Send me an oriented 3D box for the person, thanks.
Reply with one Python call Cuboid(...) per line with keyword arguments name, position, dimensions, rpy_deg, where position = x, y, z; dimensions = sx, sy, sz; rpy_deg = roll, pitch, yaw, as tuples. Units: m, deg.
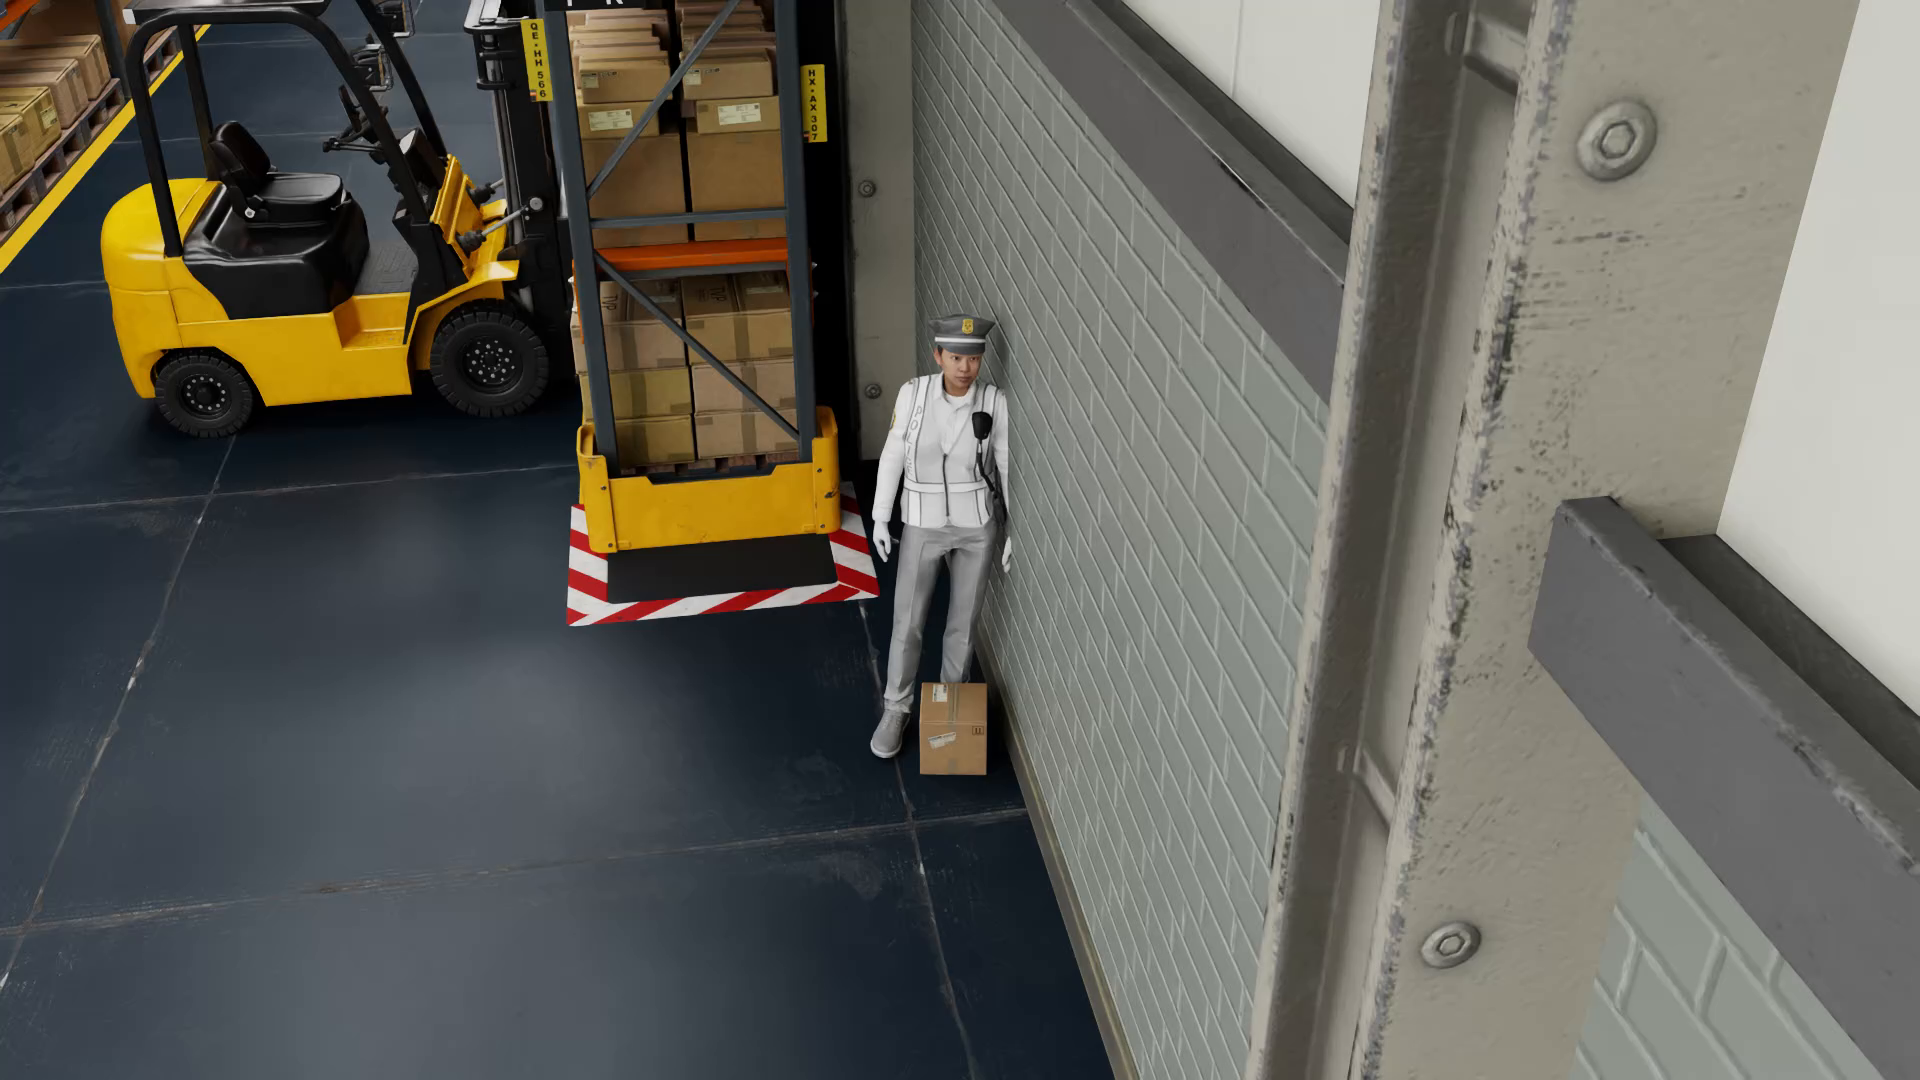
Cuboid(name="person", position=(-0.041, -0.017, 6.111), dimensions=(0.587, 1.695, 0.531), rpy_deg=(1, 31, 2))
